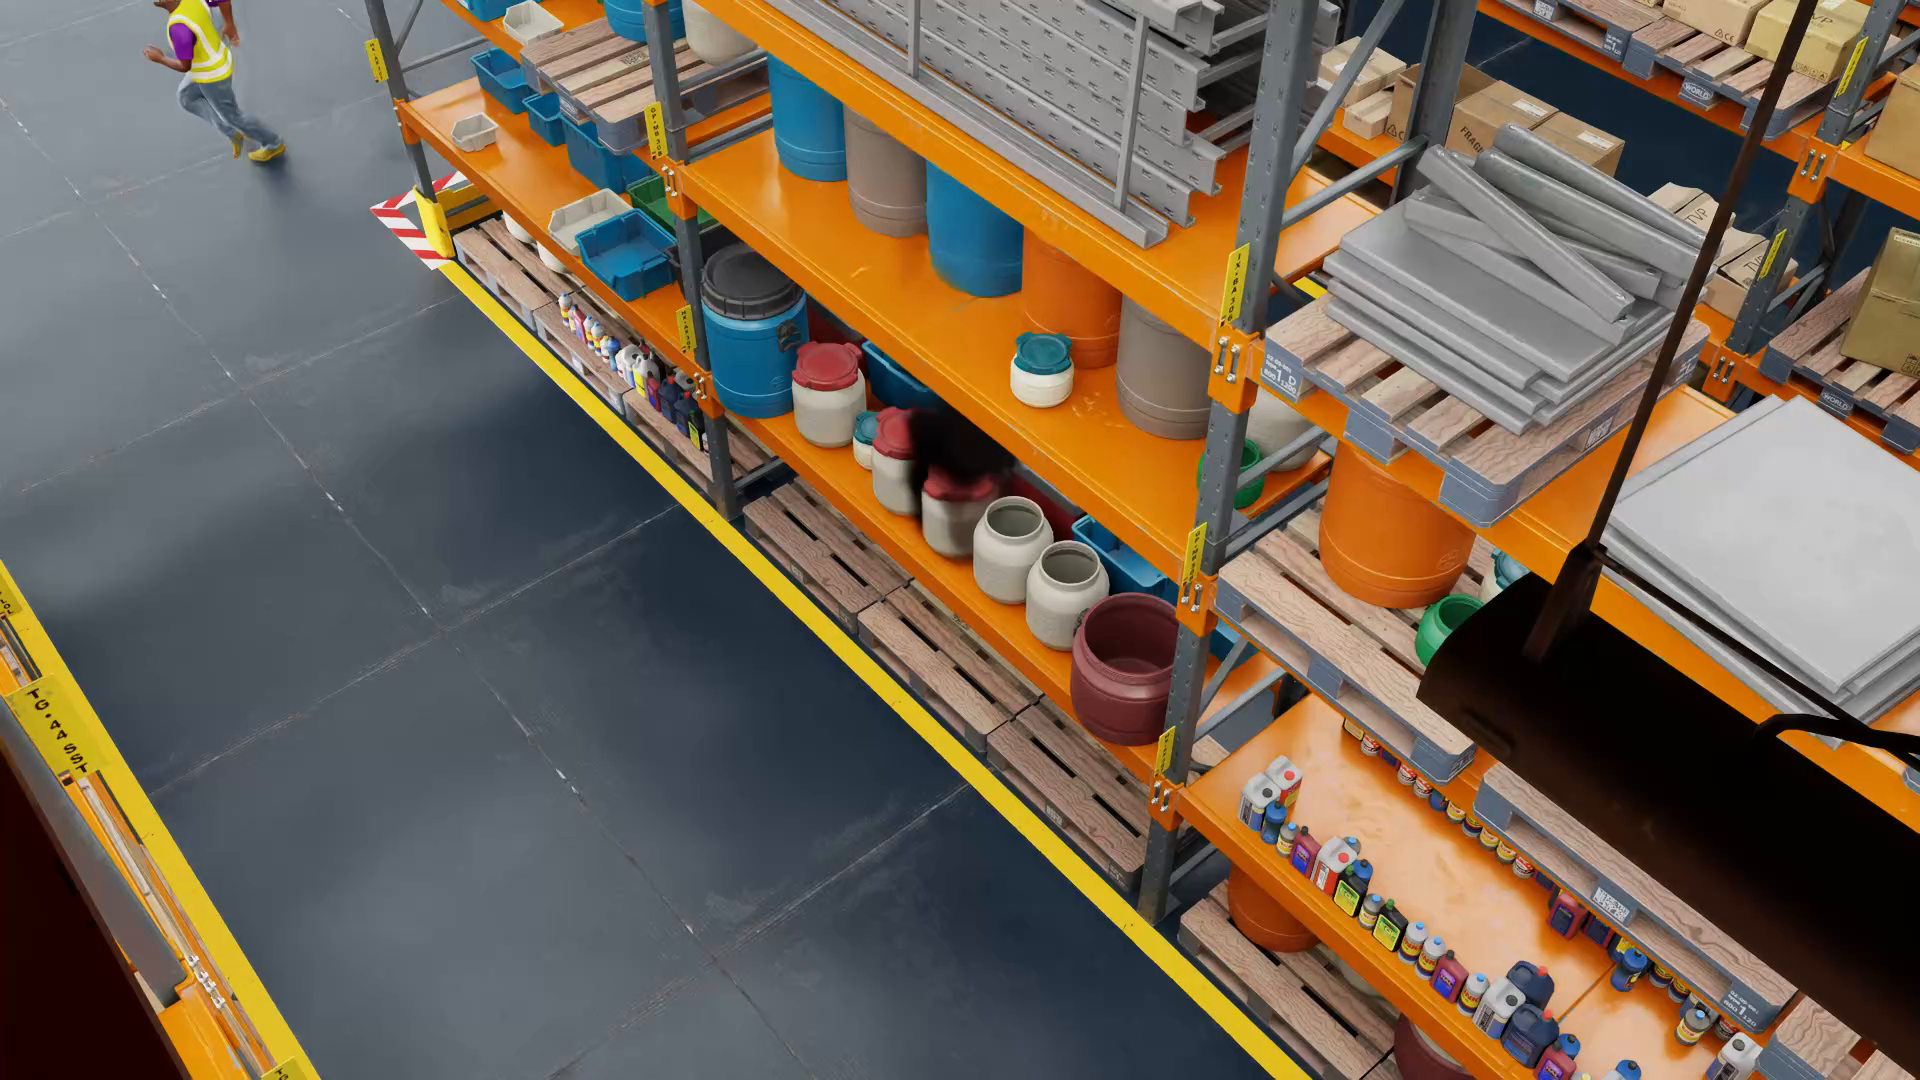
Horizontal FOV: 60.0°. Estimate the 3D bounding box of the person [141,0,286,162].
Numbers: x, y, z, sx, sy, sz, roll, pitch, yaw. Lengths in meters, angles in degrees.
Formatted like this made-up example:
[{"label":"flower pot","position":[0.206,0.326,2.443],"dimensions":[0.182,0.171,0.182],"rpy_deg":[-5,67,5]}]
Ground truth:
[{"label":"person","position":[-6.058,-3.784,13.355],"dimensions":[0.779,1.708,0.740],"rpy_deg":[-8,47,-8]}]
